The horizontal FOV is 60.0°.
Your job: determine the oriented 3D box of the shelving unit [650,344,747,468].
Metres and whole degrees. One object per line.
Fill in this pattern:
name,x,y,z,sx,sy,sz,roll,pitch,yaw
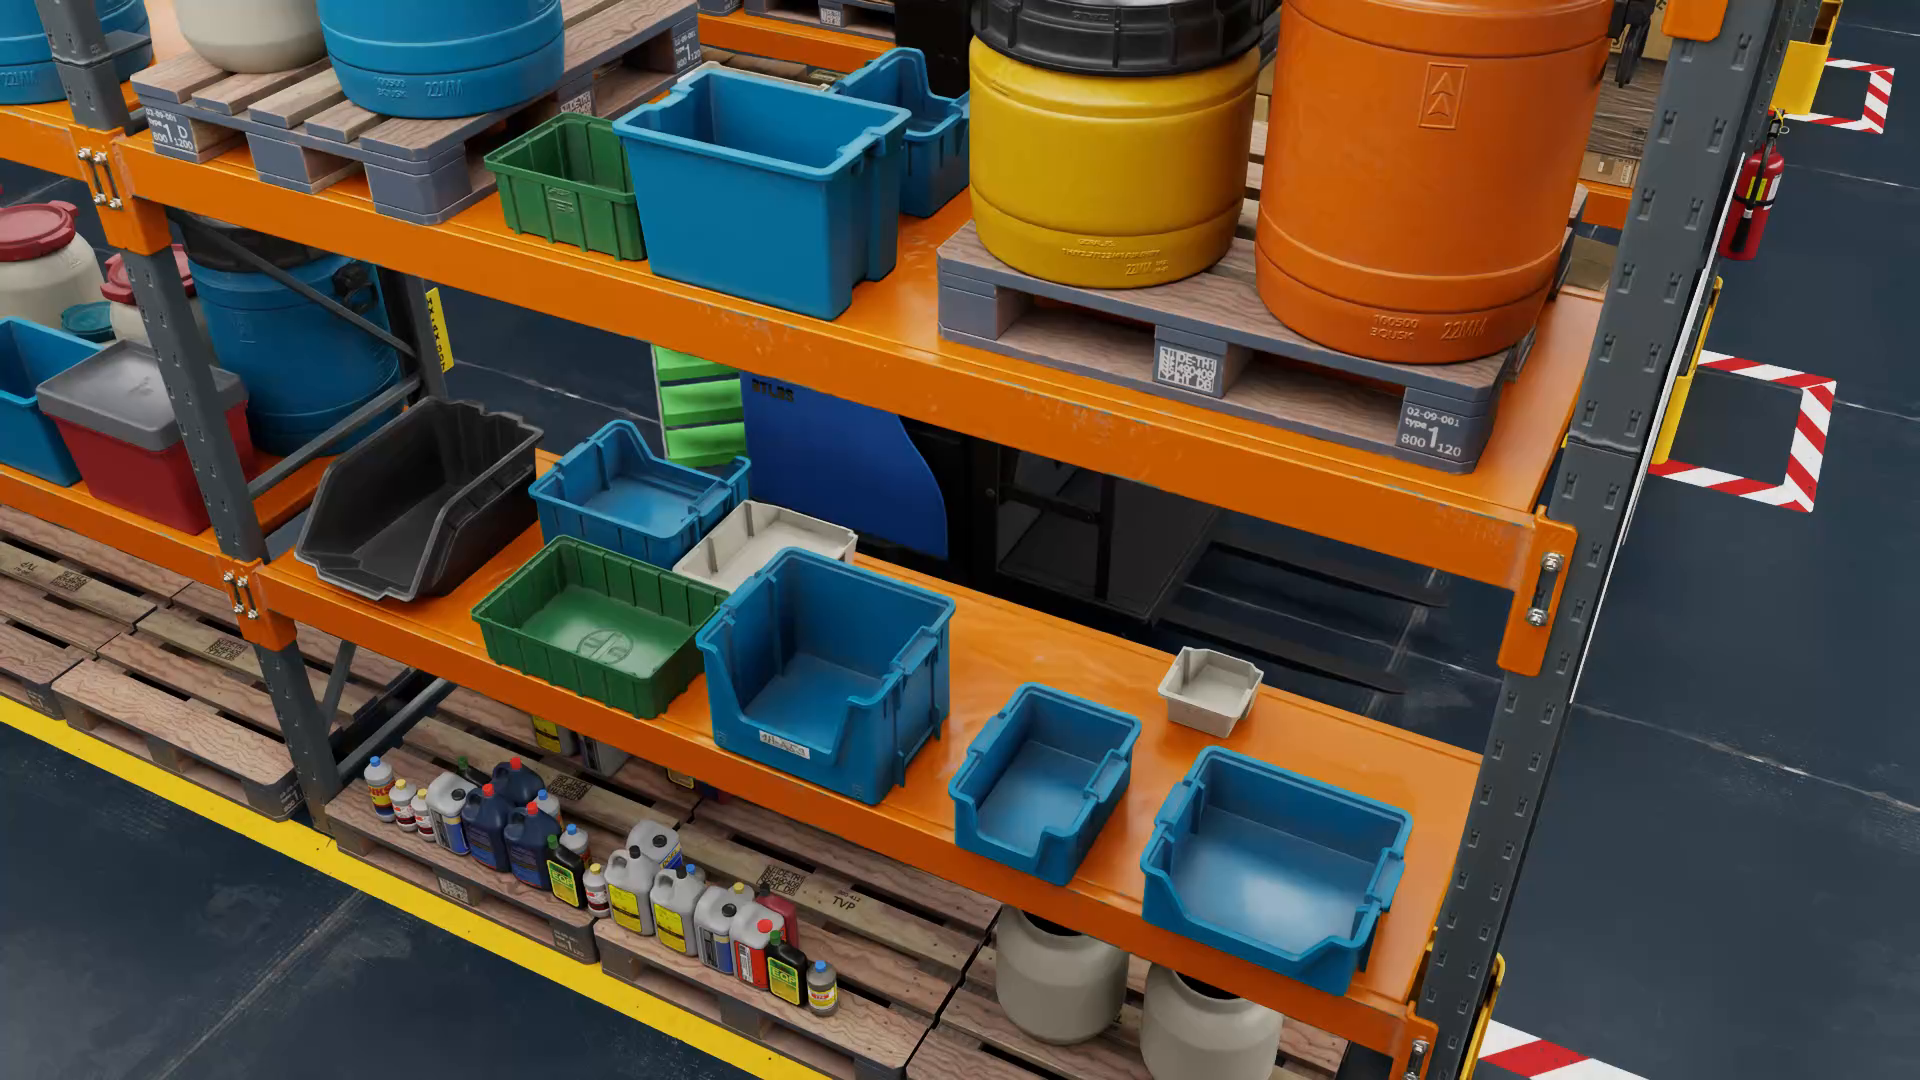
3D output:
shelving unit,-1.134,-0.663,7.632,0.503,1.200,0.258,-7,38,-10

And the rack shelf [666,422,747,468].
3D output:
rack shelf,-1.134,-0.421,7.815,0.480,0.148,0.258,-7,38,-10

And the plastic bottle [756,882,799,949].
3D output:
plastic bottle,-0.606,1.253,5.501,0.133,0.283,0.061,17,41,21

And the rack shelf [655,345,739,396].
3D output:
rack shelf,-1.134,-0.804,7.525,0.480,0.148,0.258,-7,38,-10

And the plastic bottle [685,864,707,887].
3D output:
plastic bottle,-0.910,1.184,5.660,0.097,0.201,0.097,0,37,0

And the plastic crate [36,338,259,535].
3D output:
plastic crate,-2.733,-0.344,5.670,0.583,0.464,0.402,17,41,21

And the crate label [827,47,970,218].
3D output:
crate label,-0.121,-1.069,4.320,0.408,0.251,0.502,17,41,21

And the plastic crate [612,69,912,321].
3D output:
plastic crate,-0.443,-0.793,3.846,0.575,0.384,0.392,17,41,21

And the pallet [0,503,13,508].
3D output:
pallet,-5.045,-0.114,7.725,1.213,0.211,1.003,17,41,21

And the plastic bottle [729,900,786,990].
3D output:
plastic bottle,-0.654,1.314,5.428,0.135,0.276,0.152,18,41,22

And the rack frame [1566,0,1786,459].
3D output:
rack frame,1.389,-1.626,2.449,0.127,3.000,1.000,17,41,21

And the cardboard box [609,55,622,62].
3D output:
cardboard box,-2.352,-3.286,10.681,0.500,0.250,0.500,22,42,26

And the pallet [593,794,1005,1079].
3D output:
pallet,-0.498,1.310,5.850,1.213,0.211,1.003,17,41,21

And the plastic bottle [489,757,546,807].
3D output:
plastic bottle,-1.571,0.901,5.909,0.185,0.351,0.144,17,41,21

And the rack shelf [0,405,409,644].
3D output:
rack shelf,-3.939,-0.618,6.678,4.000,0.370,1.077,17,41,21

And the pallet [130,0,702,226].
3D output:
pallet,-1.477,-1.320,4.683,1.003,0.211,1.213,17,41,21

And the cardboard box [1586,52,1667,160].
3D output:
cardboard box,3.191,-2.221,7.867,0.500,0.500,0.875,17,41,21

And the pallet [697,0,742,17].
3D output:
pallet,-1.660,-3.515,10.058,1.213,0.211,1.003,17,41,21

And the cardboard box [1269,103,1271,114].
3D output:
cardboard box,1.749,-2.231,8.416,0.250,0.149,0.380,17,41,21

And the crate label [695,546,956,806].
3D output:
crate label,-0.370,0.383,4.735,0.616,0.435,0.502,17,41,21

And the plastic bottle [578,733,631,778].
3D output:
plastic bottle,-1.334,0.726,6.202,0.135,0.276,0.152,17,41,21

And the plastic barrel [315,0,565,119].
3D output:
plastic barrel,-1.328,-1.576,4.102,0.708,0.901,0.600,17,41,21

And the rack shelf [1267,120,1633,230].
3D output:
rack shelf,1.891,-2.165,8.716,4.000,0.370,1.077,17,41,21

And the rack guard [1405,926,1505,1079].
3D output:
rack guard,1.300,1.764,5.013,0.348,0.500,1.175,17,41,21

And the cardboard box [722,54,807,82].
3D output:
cardboard box,-1.332,-2.667,10.487,0.500,0.500,0.700,14,39,18

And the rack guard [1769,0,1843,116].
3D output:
rack guard,6.059,-3.528,11.984,0.348,0.500,1.175,17,41,21

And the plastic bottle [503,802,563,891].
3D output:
plastic bottle,-1.469,1.031,5.737,0.185,0.351,0.144,16,40,20

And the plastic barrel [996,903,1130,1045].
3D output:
plastic barrel,0.325,1.306,5.259,0.421,0.512,0.421,0,37,0

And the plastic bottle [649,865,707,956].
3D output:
plastic bottle,-0.927,1.201,5.514,0.185,0.351,0.144,19,41,23

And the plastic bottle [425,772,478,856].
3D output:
plastic bottle,-1.782,0.961,5.893,0.135,0.276,0.152,19,41,23

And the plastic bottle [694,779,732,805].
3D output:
plastic bottle,-0.907,0.831,6.058,0.133,0.283,0.061,17,41,21

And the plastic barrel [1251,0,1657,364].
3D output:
plastic barrel,0.899,-0.836,3.187,0.708,0.830,0.600,17,41,21

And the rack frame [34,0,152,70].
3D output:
rack frame,-2.163,-2.738,3.914,0.127,3.000,1.000,17,41,21

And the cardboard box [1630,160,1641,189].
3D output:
cardboard box,3.319,-1.764,7.800,0.250,0.149,0.380,17,41,21

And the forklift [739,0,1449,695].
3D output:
forklift,0.580,-0.984,6.622,3.031,2.935,1.130,18,41,22

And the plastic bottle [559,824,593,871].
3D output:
plastic bottle,-1.321,1.084,5.734,0.097,0.271,0.097,0,37,0

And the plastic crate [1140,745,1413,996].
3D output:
plastic crate,0.807,0.845,4.279,0.616,0.251,0.499,17,41,21

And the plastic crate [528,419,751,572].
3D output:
plastic crate,-1.055,-0.127,5.560,0.616,0.251,0.499,17,41,21

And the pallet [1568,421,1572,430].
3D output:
pallet,2.894,-1.051,8.959,1.213,0.211,1.003,17,41,21

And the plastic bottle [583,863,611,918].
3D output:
plastic bottle,-1.229,1.182,5.662,0.097,0.201,0.097,0,37,0

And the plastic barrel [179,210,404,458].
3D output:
plastic barrel,-2.366,-0.818,5.932,0.708,0.901,0.600,17,41,21

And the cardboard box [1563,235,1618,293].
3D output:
cardboard box,3.120,-1.249,8.635,0.500,0.500,0.500,25,44,29

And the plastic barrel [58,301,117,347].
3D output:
plastic barrel,-3.267,-0.744,6.363,0.301,0.262,0.301,0,37,0

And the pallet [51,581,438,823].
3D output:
pallet,-2.878,0.565,6.831,1.213,0.211,1.003,17,41,21

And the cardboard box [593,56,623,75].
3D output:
cardboard box,-2.334,-2.976,10.894,0.500,0.500,0.700,14,39,18

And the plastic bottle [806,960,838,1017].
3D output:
plastic bottle,-0.443,1.428,5.338,0.097,0.201,0.097,0,37,0

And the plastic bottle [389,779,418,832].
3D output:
plastic bottle,-1.991,0.943,5.977,0.097,0.201,0.097,0,37,0

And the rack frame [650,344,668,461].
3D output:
rack frame,-1.373,-0.633,7.591,0.015,1.200,0.240,-7,38,-10

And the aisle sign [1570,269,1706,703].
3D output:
aisle sign,1.316,-0.092,3.240,0.004,0.787,0.394,17,41,21

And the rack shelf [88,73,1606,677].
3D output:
rack shelf,-0.387,-0.700,4.306,4.000,0.370,1.077,17,41,21

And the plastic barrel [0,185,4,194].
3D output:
plastic barrel,-3.947,-1.110,6.620,0.433,0.535,0.433,0,37,0

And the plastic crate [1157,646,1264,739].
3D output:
plastic crate,0.743,0.447,4.898,0.250,0.136,0.298,17,41,21

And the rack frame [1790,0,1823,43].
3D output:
rack frame,6.038,-4.530,11.237,0.127,3.000,1.000,17,41,21
